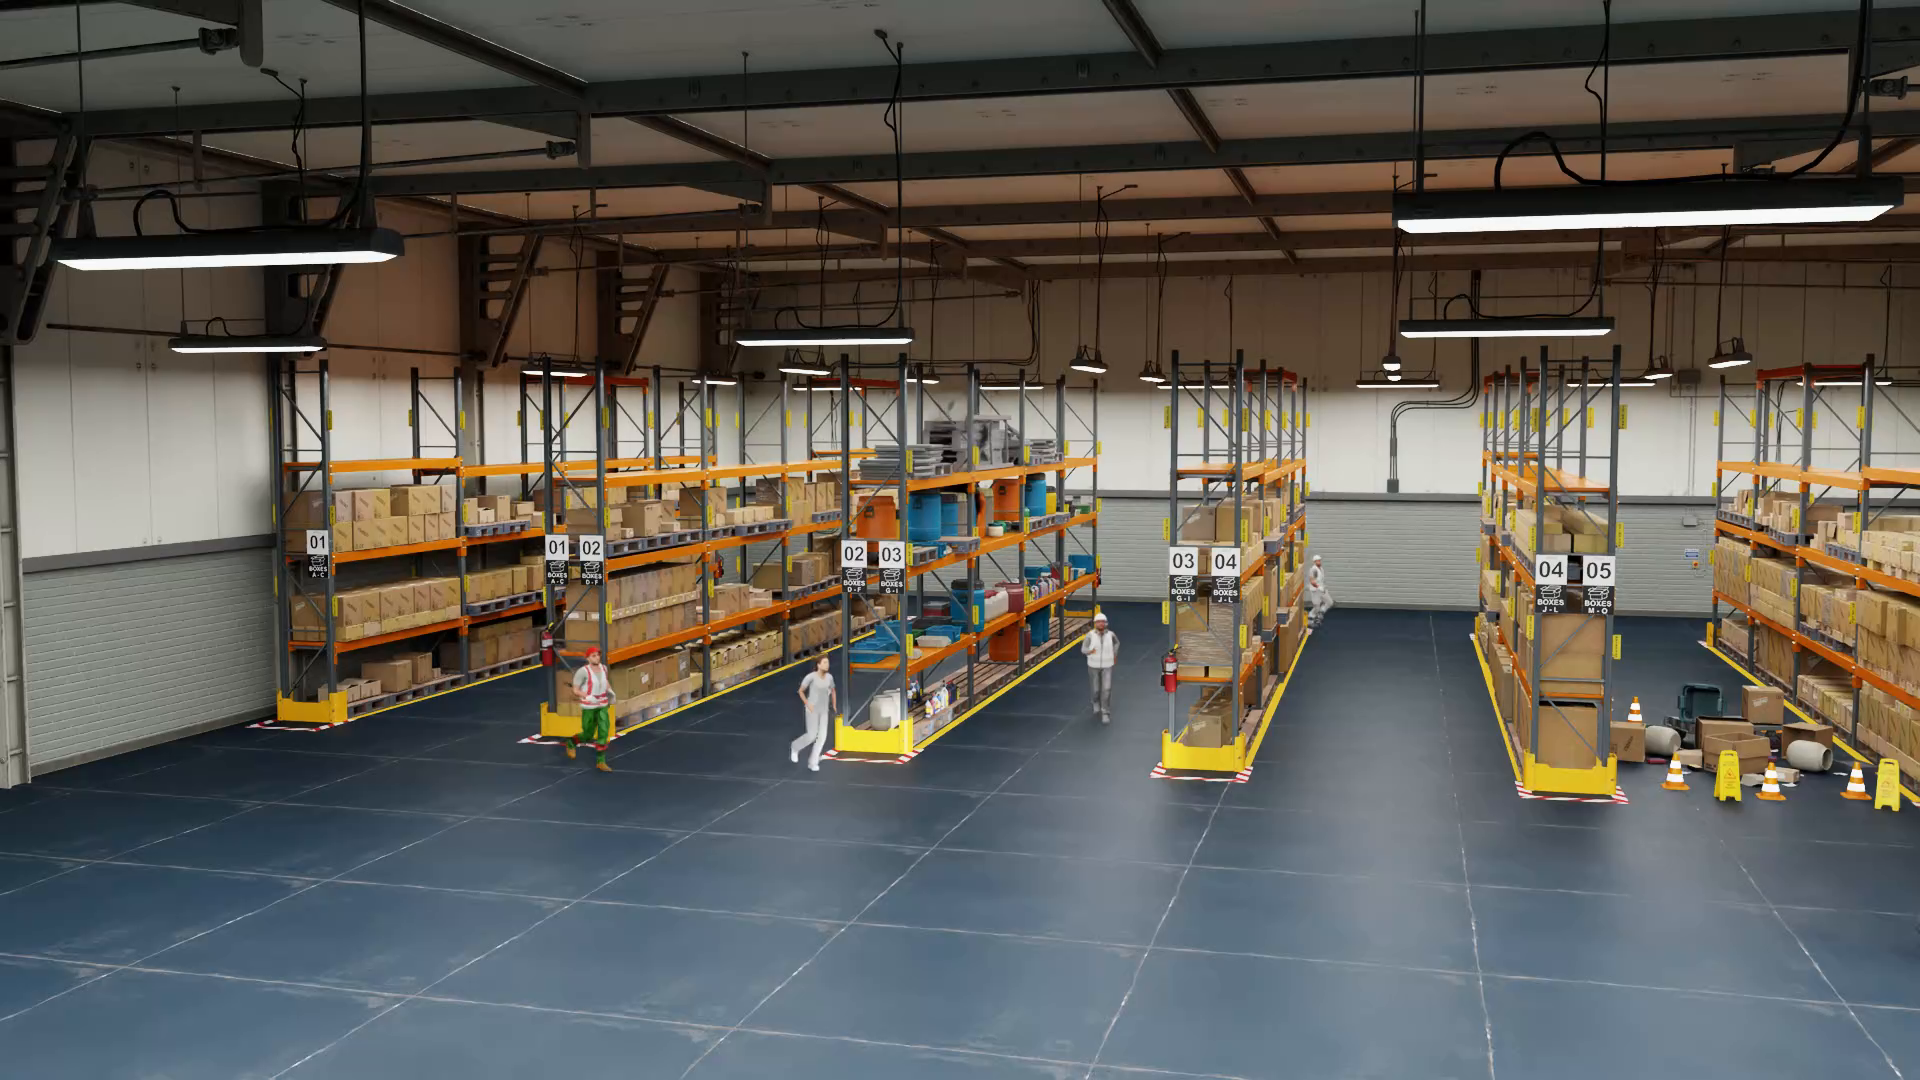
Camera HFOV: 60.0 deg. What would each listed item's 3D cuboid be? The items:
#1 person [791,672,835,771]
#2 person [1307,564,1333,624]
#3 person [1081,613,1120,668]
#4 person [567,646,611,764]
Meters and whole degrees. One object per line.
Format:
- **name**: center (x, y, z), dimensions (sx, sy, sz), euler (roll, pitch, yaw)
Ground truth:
- **person**: center (-2.059, 2.583, 24.023), dimensions (0.613, 1.379, 0.689), euler (-3, 5, -37)
- **person**: center (8.694, 1.316, 40.192), dimensions (0.600, 1.454, 0.538), euler (3, 5, 35)
- **person**: center (2.338, 1.664, 27.586), dimensions (0.657, 0.889, 0.635), euler (0, 4, 1)
- **person**: center (-5.323, 2.370, 23.948), dimensions (0.701, 1.711, 0.664), euler (4, 6, 43)
